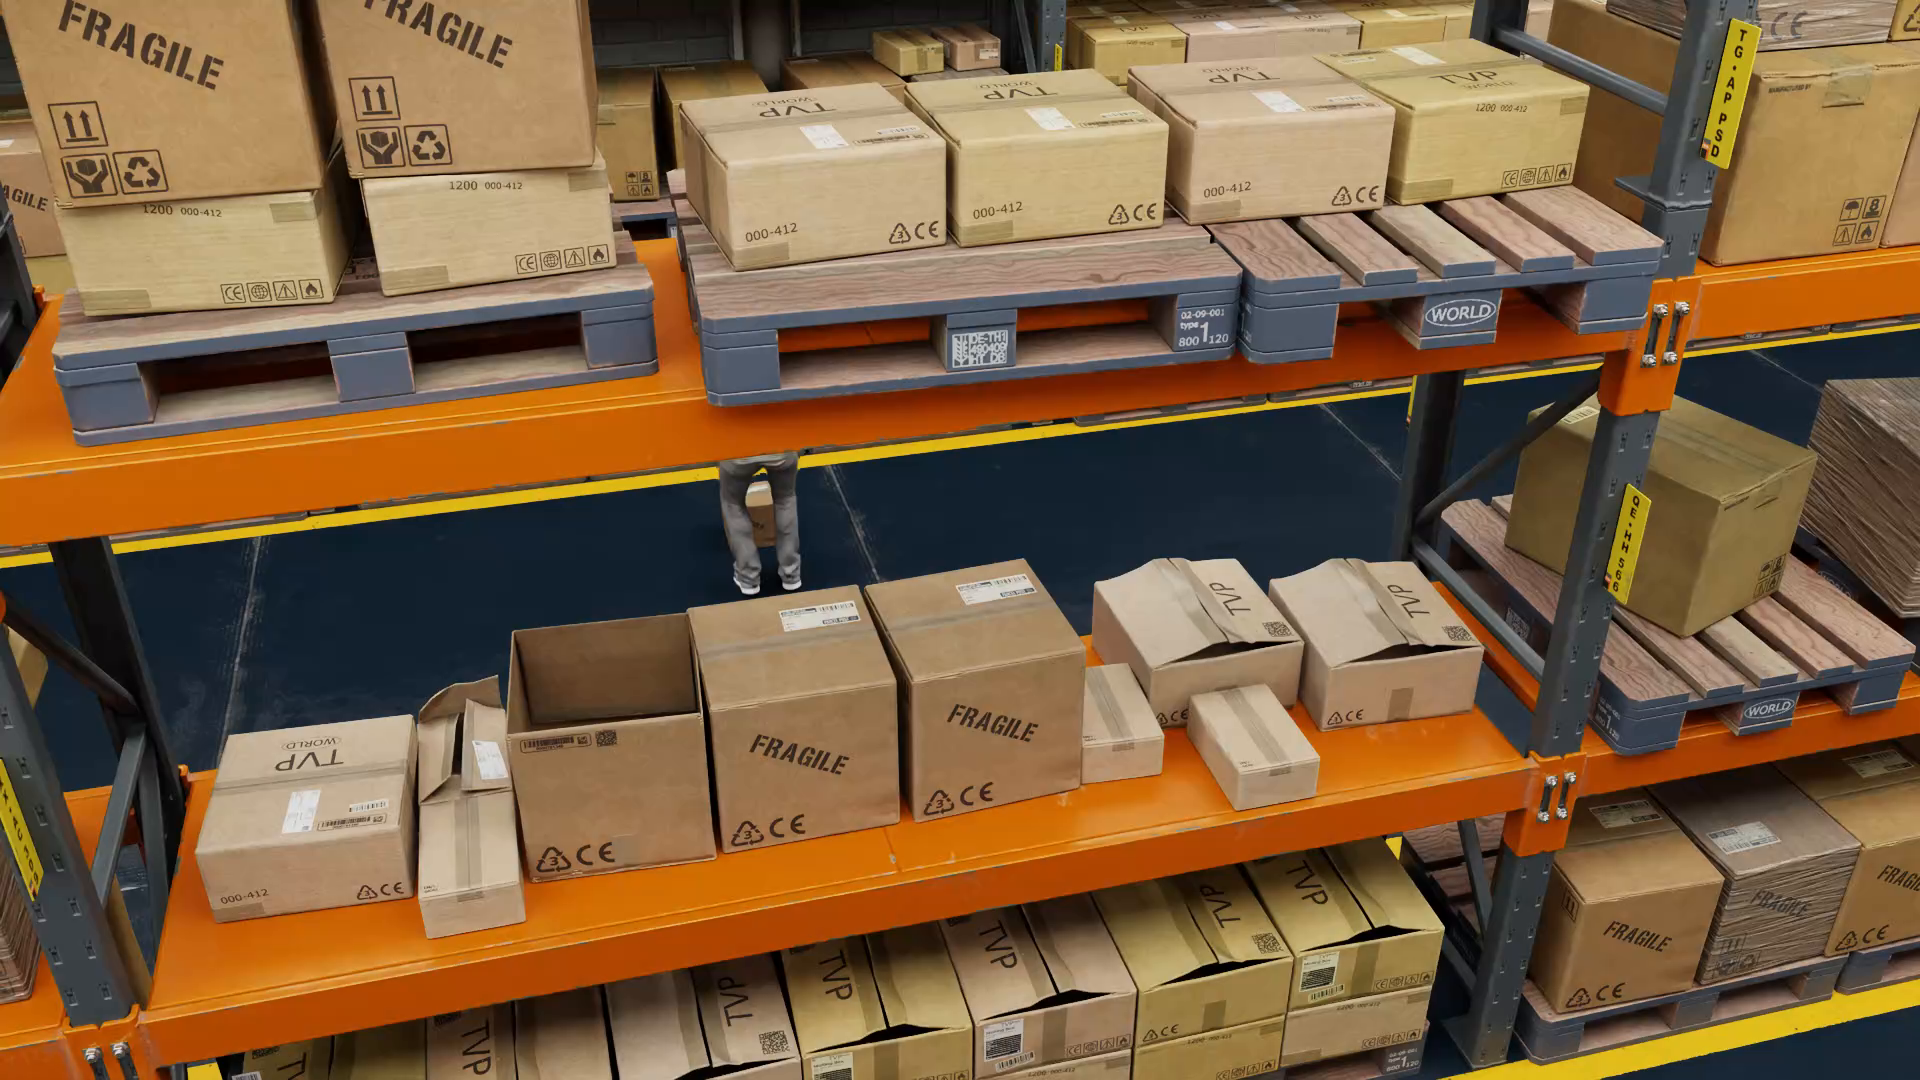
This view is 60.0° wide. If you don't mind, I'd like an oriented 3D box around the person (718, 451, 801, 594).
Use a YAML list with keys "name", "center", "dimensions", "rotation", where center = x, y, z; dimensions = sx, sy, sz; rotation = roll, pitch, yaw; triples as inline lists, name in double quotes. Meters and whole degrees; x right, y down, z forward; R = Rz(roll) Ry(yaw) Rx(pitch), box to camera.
- name: "person"
  center: [-0.979, -0.437, 7.841]
  dimensions: [0.433, 1.523, 0.417]
  rotation: [-7, 31, -12]
